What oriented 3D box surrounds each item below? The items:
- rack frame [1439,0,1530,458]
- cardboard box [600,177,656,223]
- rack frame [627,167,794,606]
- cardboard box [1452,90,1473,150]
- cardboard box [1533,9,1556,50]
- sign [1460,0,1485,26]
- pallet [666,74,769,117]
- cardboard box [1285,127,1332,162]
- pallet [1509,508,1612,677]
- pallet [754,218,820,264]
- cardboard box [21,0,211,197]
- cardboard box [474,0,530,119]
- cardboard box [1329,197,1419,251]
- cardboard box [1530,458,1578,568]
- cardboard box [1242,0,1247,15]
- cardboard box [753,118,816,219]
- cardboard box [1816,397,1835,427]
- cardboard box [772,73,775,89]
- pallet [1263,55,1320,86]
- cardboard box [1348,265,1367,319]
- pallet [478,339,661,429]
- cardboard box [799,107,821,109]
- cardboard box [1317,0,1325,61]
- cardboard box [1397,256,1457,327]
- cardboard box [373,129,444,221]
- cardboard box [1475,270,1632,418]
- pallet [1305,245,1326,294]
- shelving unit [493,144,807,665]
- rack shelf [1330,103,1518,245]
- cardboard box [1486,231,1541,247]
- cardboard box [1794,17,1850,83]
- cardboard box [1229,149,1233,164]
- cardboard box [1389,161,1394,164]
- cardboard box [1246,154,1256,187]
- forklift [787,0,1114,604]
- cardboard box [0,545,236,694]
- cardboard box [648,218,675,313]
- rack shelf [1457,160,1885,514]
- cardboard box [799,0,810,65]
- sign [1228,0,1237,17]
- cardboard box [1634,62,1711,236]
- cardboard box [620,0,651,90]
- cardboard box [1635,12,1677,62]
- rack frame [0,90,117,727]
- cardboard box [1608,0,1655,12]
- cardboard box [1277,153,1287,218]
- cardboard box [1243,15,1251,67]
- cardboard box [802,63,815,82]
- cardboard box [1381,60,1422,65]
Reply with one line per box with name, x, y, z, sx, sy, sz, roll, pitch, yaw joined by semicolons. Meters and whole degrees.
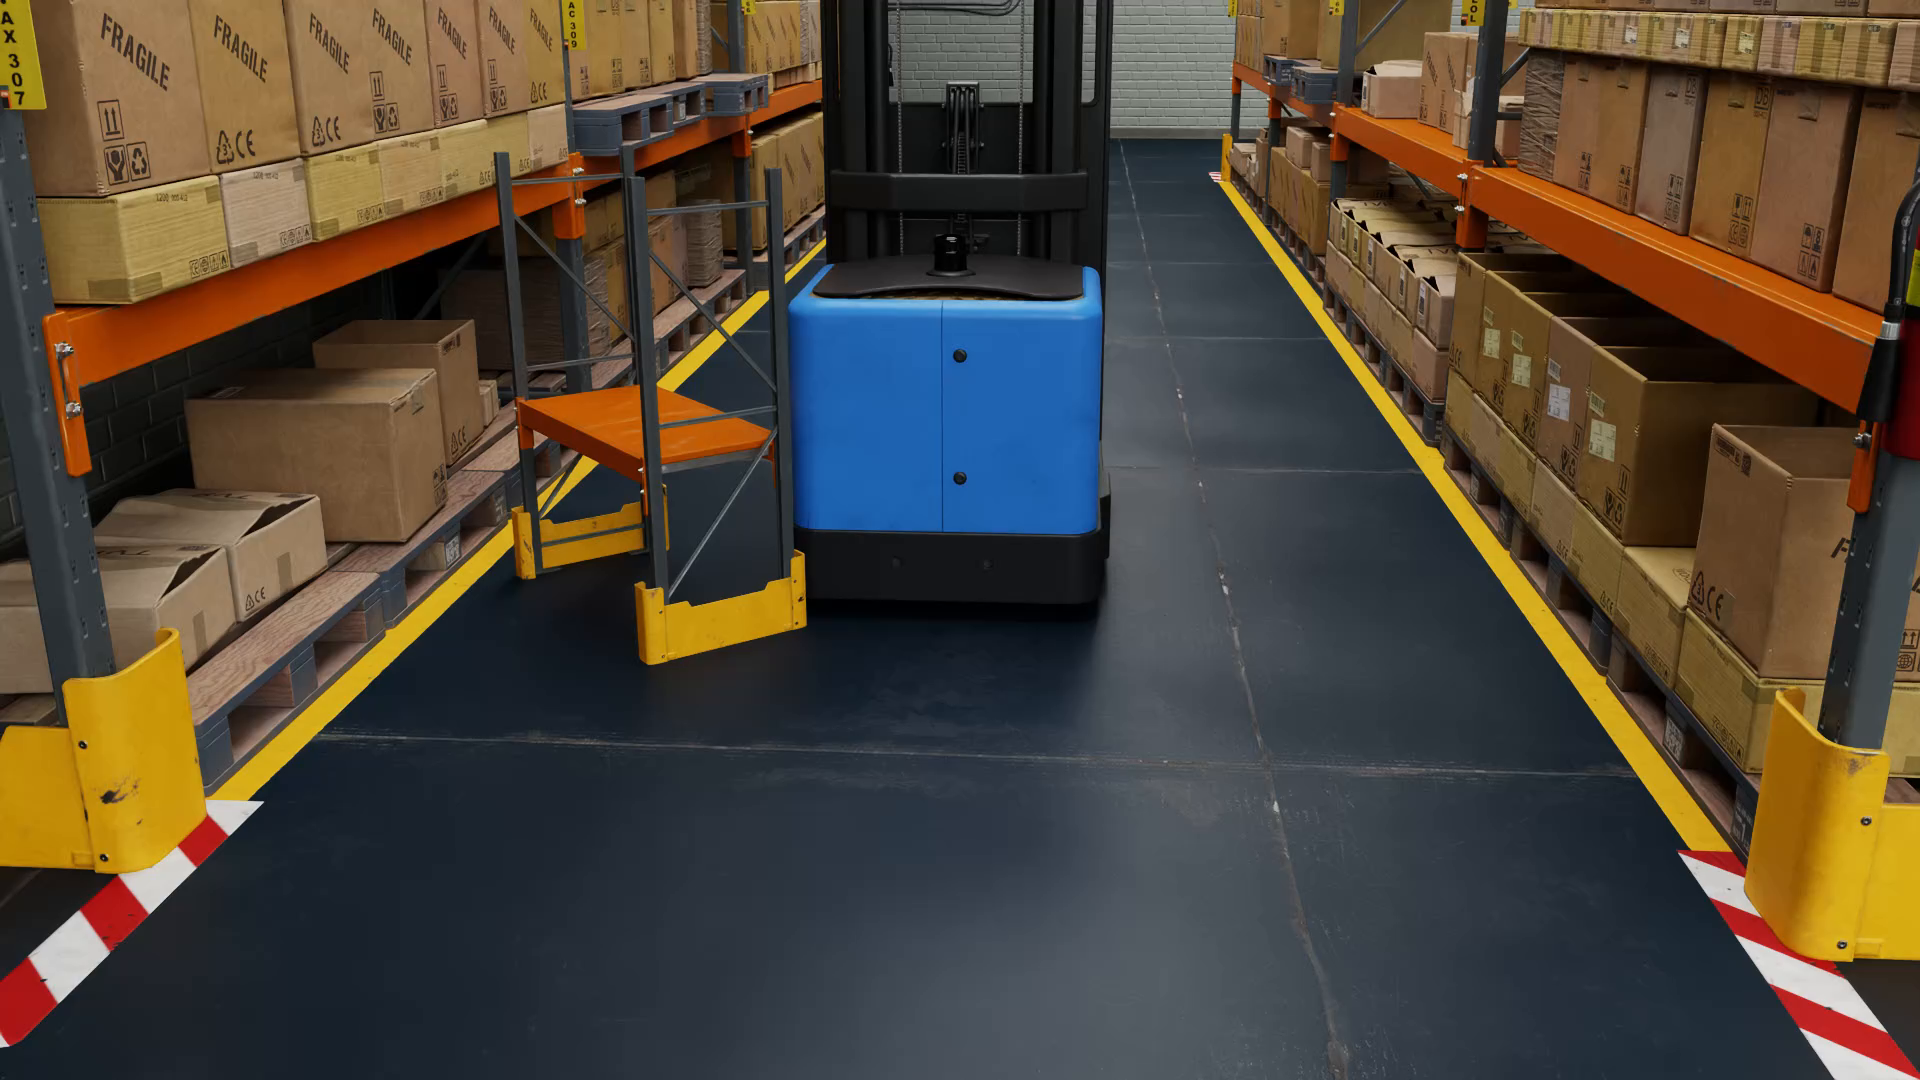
rack frame;2.703;-1.801;7.101;1.000;3.000;0.127;1;18;4
cardboard box;-2.086;-1.970;9.721;0.500;0.250;0.500;1;18;4
rack frame;-0.753;-0.378;5.167;0.500;1.500;0.032;-13;22;-34
cardboard box;2.583;-2.014;7.968;0.396;0.266;0.258;1;18;3
cardboard box;2.473;-1.999;6.505;0.380;0.149;0.250;2;18;5
sign;2.161;-2.322;6.961;0.100;0.325;0.005;1;18;4
pallet;-1.896;-2.838;10.574;1.213;0.211;1.003;1;18;4
cardboard box;2.927;-3.207;13.498;0.500;0.250;0.500;1;18;4
pallet;2.520;0.150;5.625;1.003;0.211;1.213;1;18;4
pallet;-1.729;-2.448;13.556;1.003;0.211;1.213;1;18;4
cardboard box;-2.191;-1.104;3.979;0.500;0.500;0.500;1;18;4
cardboard box;-1.994;-1.896;6.396;0.500;0.500;0.500;1;18;4
cardboard box;2.659;-2.046;10.692;0.500;0.311;0.500;2;18;6
cardboard box;2.256;-0.091;5.624;0.500;0.250;0.500;1;18;4
cardboard box;3.239;-5.756;17.405;0.500;0.500;0.500;1;18;4
cardboard box;-1.642;-3.092;13.819;0.750;0.750;0.750;2;18;6
cardboard box;2.734;-0.280;4.998;0.500;0.500;0.500;1;18;4
cardboard box;-1.632;-3.540;12.780;0.380;0.149;0.250;2;18;5
pallet;3.111;-3.948;13.964;1.003;0.211;1.213;1;18;4
cardboard box;2.593;-1.462;9.809;0.500;0.250;0.500;1;18;2
pallet;-2.184;-0.827;8.607;1.003;0.211;1.213;1;18;4
cardboard box;-1.573;-4.546;17.776;0.380;0.149;0.250;1;18;4
cardboard box;3.212;-3.982;12.924;0.700;0.500;0.500;-3;18;-10
cardboard box;2.477;-1.254;8.274;0.500;0.311;0.500;2;18;5
cardboard box;-2.069;-1.227;5.559;0.500;0.250;0.500;1;18;4
cardboard box;2.330;-0.757;6.454;0.500;0.500;0.500;1;18;4
pallet;3.081;-1.949;12.032;1.003;0.211;1.213;1;18;4
shelving unit;-1.060;-0.507;5.562;0.587;1.500;1.083;-13;22;-34
rack shelf;2.847;-2.080;9.109;1.077;0.370;4.000;1;18;4
cardboard box;3.090;-1.560;9.209;0.500;0.311;0.500;2;18;5
cardboard box;2.289;-1.198;4.059;0.380;0.149;0.250;1;18;3
cardboard box;3.191;-4.260;18.477;0.380;0.149;0.250;1;18;4
cardboard box;3.447;-2.838;13.574;0.500;0.500;0.500;2;18;5
cardboard box;3.088;-3.633;16.304;0.500;0.311;0.500;1;18;4
forklift;0.042;-1.589;6.564;1.130;2.935;3.031;1;18;4
cardboard box;-2.385;0.188;4.644;0.500;0.311;0.500;-1;18;-2
cardboard box;-2.111;-1.636;9.908;0.700;0.500;0.500;1;18;4
rack shelf;2.560;-0.838;5.317;1.077;0.370;4.000;1;18;4
cardboard box;-1.517;-4.130;13.538;0.500;0.500;0.500;1;18;4
sign;3.022;-5.951;18.377;0.100;0.325;0.005;1;18;4
cardboard box;2.571;-1.231;5.203;0.700;0.500;0.500;2;18;6
cardboard box;-2.104;-2.703;8.987;0.700;0.500;0.500;4;19;11
cardboard box;2.383;-1.596;5.275;0.380;0.149;0.250;1;18;3
rack frame;-2.525;-0.668;3.644;1.000;3.000;0.127;1;18;4
cardboard box;2.606;-2.014;5.509;0.700;0.500;0.500;1;18;4
cardboard box;2.972;-2.996;14.056;0.500;0.500;0.500;2;18;5
cardboard box;3.198;-5.127;17.092;0.500;0.500;0.500;1;18;4
cardboard box;-1.425;-3.932;13.976;0.380;0.149;0.250;1;18;4
cardboard box;2.920;-2.889;10.565;0.500;0.311;0.500;2;18;7
